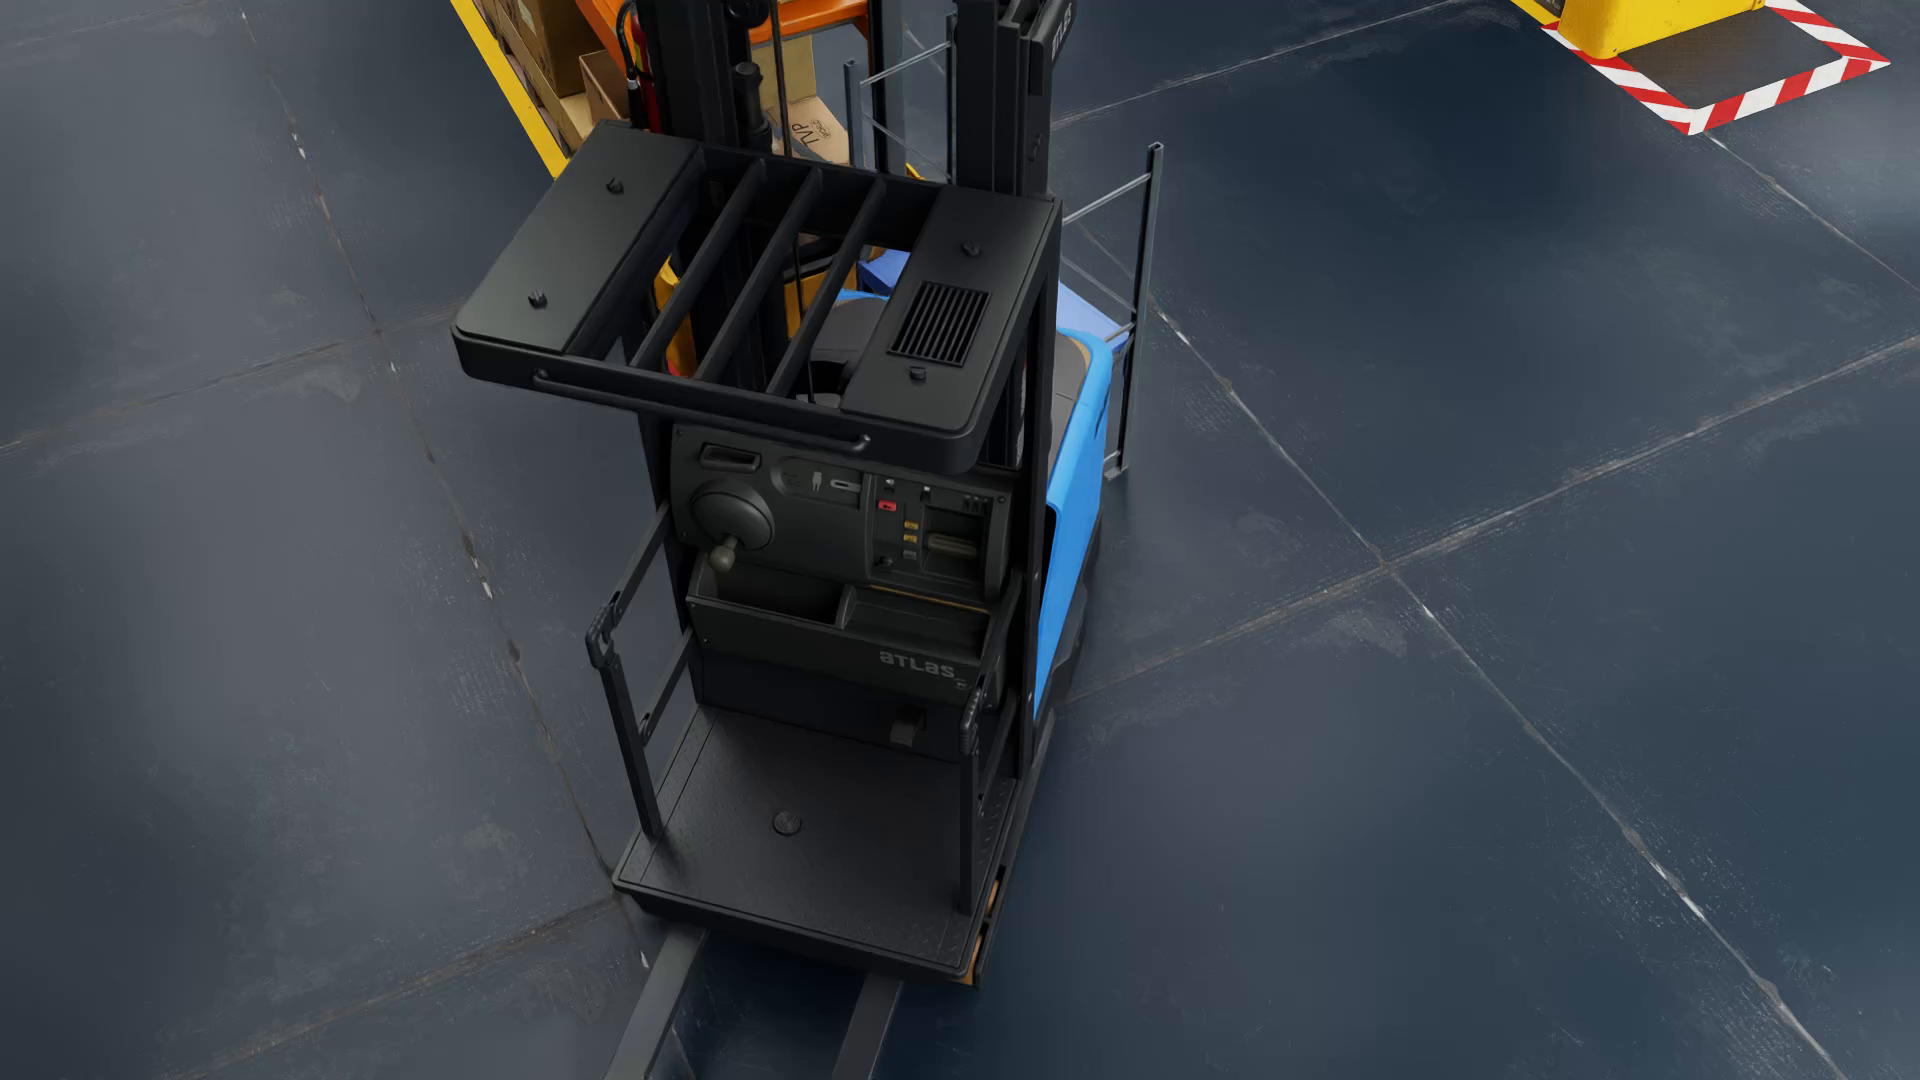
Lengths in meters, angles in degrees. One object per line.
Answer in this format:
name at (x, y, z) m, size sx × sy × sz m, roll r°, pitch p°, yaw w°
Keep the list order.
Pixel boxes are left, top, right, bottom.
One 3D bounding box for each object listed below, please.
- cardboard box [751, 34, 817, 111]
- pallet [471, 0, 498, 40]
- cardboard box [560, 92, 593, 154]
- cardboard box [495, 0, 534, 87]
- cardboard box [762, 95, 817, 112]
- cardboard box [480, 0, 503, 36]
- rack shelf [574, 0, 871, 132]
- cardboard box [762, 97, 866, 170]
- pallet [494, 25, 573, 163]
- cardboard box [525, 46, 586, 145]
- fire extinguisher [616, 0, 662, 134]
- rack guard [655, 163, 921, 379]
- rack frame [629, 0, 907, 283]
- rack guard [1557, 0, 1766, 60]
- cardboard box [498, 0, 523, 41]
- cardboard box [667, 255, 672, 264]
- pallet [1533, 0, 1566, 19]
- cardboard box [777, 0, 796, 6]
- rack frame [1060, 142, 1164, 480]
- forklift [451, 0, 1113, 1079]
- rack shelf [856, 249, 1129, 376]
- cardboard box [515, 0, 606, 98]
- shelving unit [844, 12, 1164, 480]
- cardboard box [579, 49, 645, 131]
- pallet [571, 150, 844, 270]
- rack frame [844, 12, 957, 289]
cardboard box at (-0.967, -2.215, 7.244) m, size 0.500 × 0.500 × 0.500 m, roll -21°, pitch 52°, yaw -18°
pallet at (-2.192, -3.178, 8.889) m, size 1.003 × 0.211 × 1.213 m, roll -21°, pitch 52°, yaw -18°
cardboard box at (-1.436, -1.786, 7.367) m, size 0.500 × 0.250 × 0.500 m, roll -21°, pitch 52°, yaw -18°
cardboard box at (-1.894, -2.455, 7.952) m, size 0.500 × 0.250 × 0.500 m, roll -21°, pitch 52°, yaw -18°
cardboard box at (-0.968, -1.967, 7.525) m, size 0.500 × 0.250 × 0.500 m, roll -21°, pitch 52°, yaw -18°
cardboard box at (-2.128, -2.788, 8.243) m, size 0.500 × 0.250 × 0.500 m, roll -21°, pitch 52°, yaw -18°
rack shelf at (-1.604, -3.067, 7.417) m, size 1.077 × 0.370 × 4.000 m, roll -21°, pitch 52°, yaw -18°
cardboard box at (-0.736, -1.634, 7.234) m, size 0.500 × 0.250 × 0.500 m, roll -21°, pitch 52°, yaw -18°
pallet at (-1.630, -2.360, 8.174) m, size 1.003 × 0.211 × 1.213 m, roll -21°, pitch 52°, yaw -18°
cardboard box at (-1.667, -2.120, 7.659) m, size 0.500 × 0.250 × 0.500 m, roll -21°, pitch 52°, yaw -18°
fire extinguisher at (-1.047, -1.701, 5.796) m, size 0.296 × 0.674 × 0.183 m, roll -21°, pitch 52°, yaw -18°
rack guard at (-0.678, -1.126, 6.903) m, size 1.175 × 0.500 × 0.348 m, roll -21°, pitch 52°, yaw -18°
rack frame at (-0.689, -1.965, 5.976) m, size 1.000 × 3.000 × 0.127 m, roll -21°, pitch 52°, yaw -18°
rack guard at (3.641, -2.880, 8.437) m, size 1.175 × 0.500 × 0.348 m, roll -21°, pitch 52°, yaw -18°
cardboard box at (-1.897, -2.701, 7.669) m, size 0.500 × 0.500 × 0.500 m, roll -21°, pitch 52°, yaw -18°
cardboard box at (-1.197, -1.455, 7.078) m, size 0.500 × 0.250 × 0.500 m, roll -21°, pitch 52°, yaw -18°
pallet at (3.274, -3.331, 9.023) m, size 1.003 × 0.211 × 1.213 m, roll -21°, pitch 52°, yaw -18°
cardboard box at (-0.891, -2.315, 6.215) m, size 0.700 × 0.500 × 0.500 m, roll -21°, pitch 52°, yaw -18°
rack frame at (0.459, -0.666, 5.836) m, size 0.500 × 1.500 × 0.032 m, roll -33°, pitch 56°, yaw -25°
forklift at (-0.381, 0.047, 4.262) m, size 1.130 × 2.935 × 3.031 m, roll 12°, pitch 50°, yaw 10°
rack shelf at (0.131, -0.840, 6.227) m, size 0.538 × 0.185 × 1.000 m, roll -33°, pitch 56°, yaw -25°
cardboard box at (-1.669, -2.366, 7.376) m, size 0.500 × 0.500 × 0.500 m, roll -21°, pitch 52°, yaw -18°
shelving unit at (0.131, -0.958, 6.092) m, size 0.538 × 1.500 × 1.048 m, roll -33°, pitch 56°, yaw -25°
cardboard box at (-1.199, -1.701, 6.795) m, size 0.500 × 0.500 × 0.500 m, roll -21°, pitch 52°, yaw -18°
pallet at (-1.076, -1.545, 7.461) m, size 1.003 × 0.211 × 1.213 m, roll -21°, pitch 52°, yaw -18°
rack frame at (-0.198, -1.250, 6.347) m, size 0.500 × 1.500 × 0.032 m, roll -33°, pitch 56°, yaw -25°
